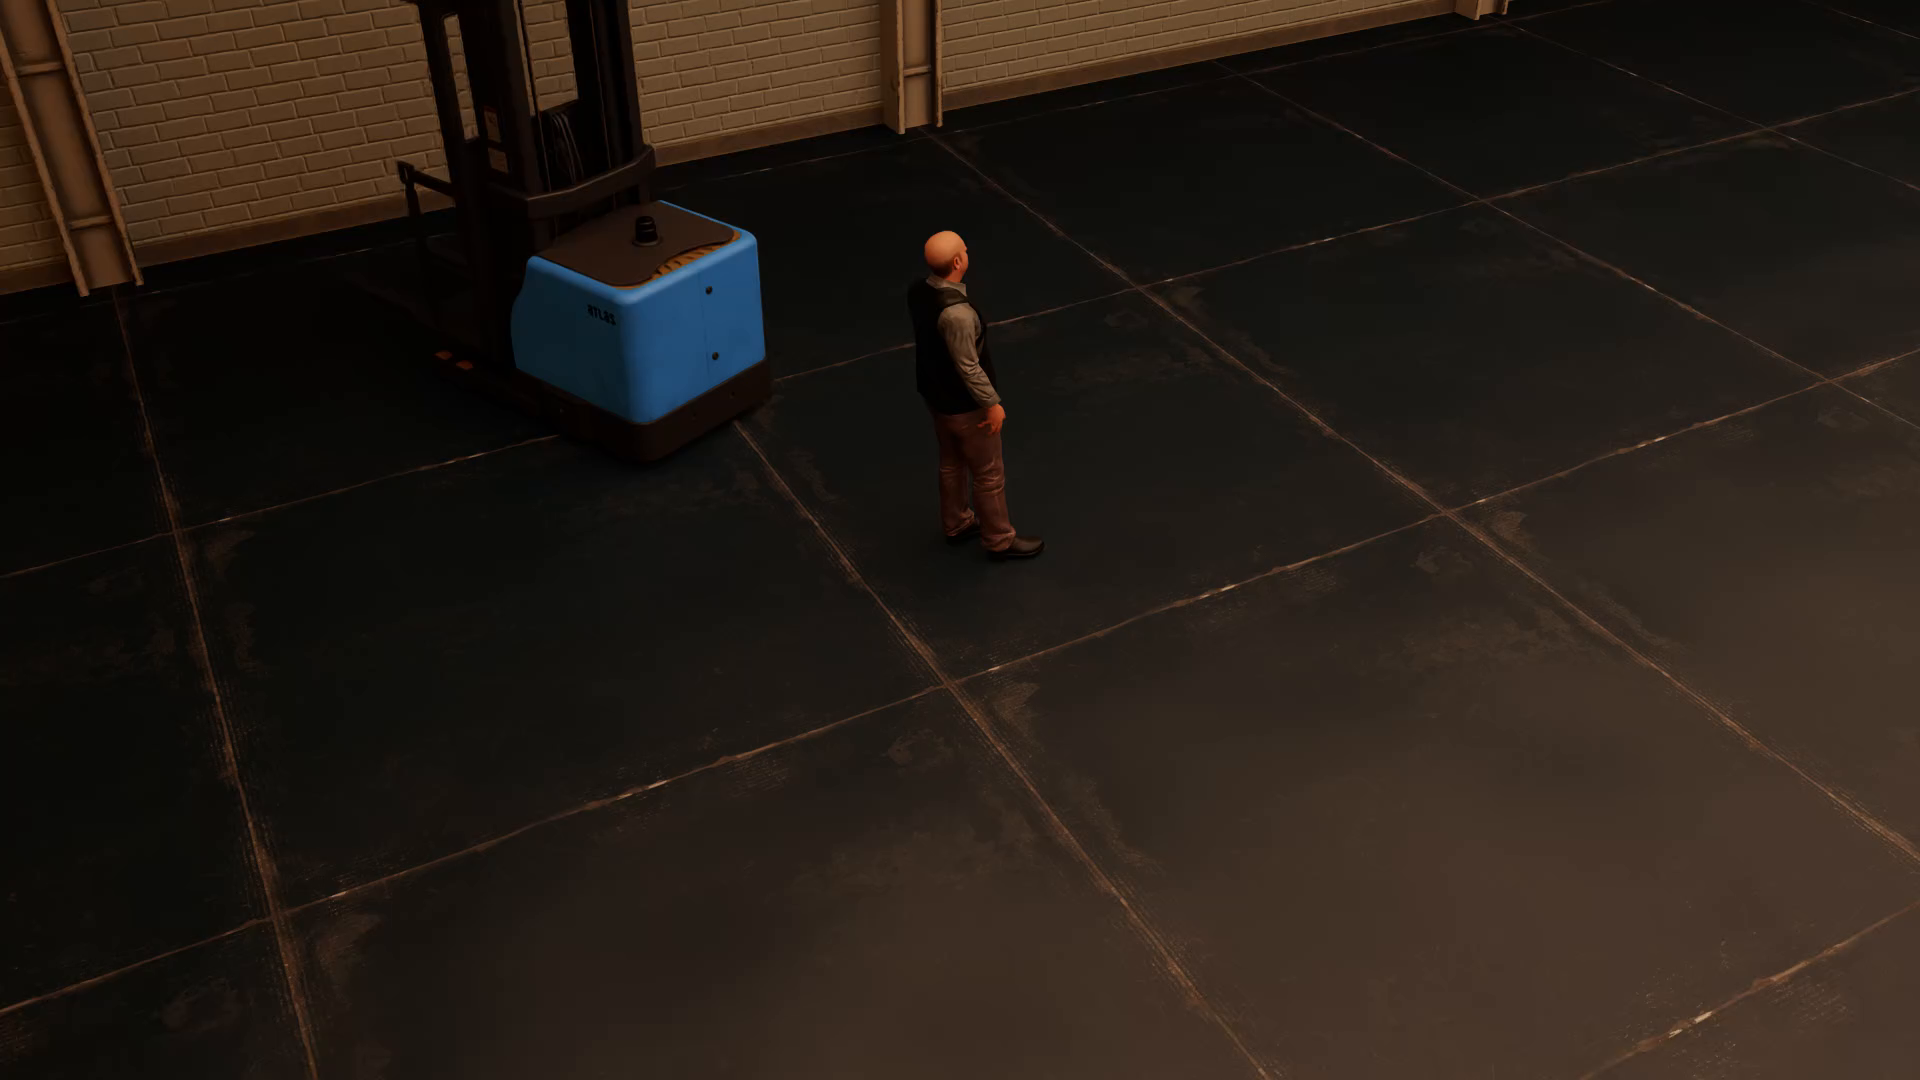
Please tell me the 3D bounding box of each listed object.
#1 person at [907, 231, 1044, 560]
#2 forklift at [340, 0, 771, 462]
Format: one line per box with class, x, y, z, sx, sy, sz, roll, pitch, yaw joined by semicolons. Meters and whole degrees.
person;0.059;-0.723;8.180;0.566;1.722;0.634;-17;39;-23
forklift;-2.584;-2.320;9.405;3.031;2.935;1.130;24;42;30
